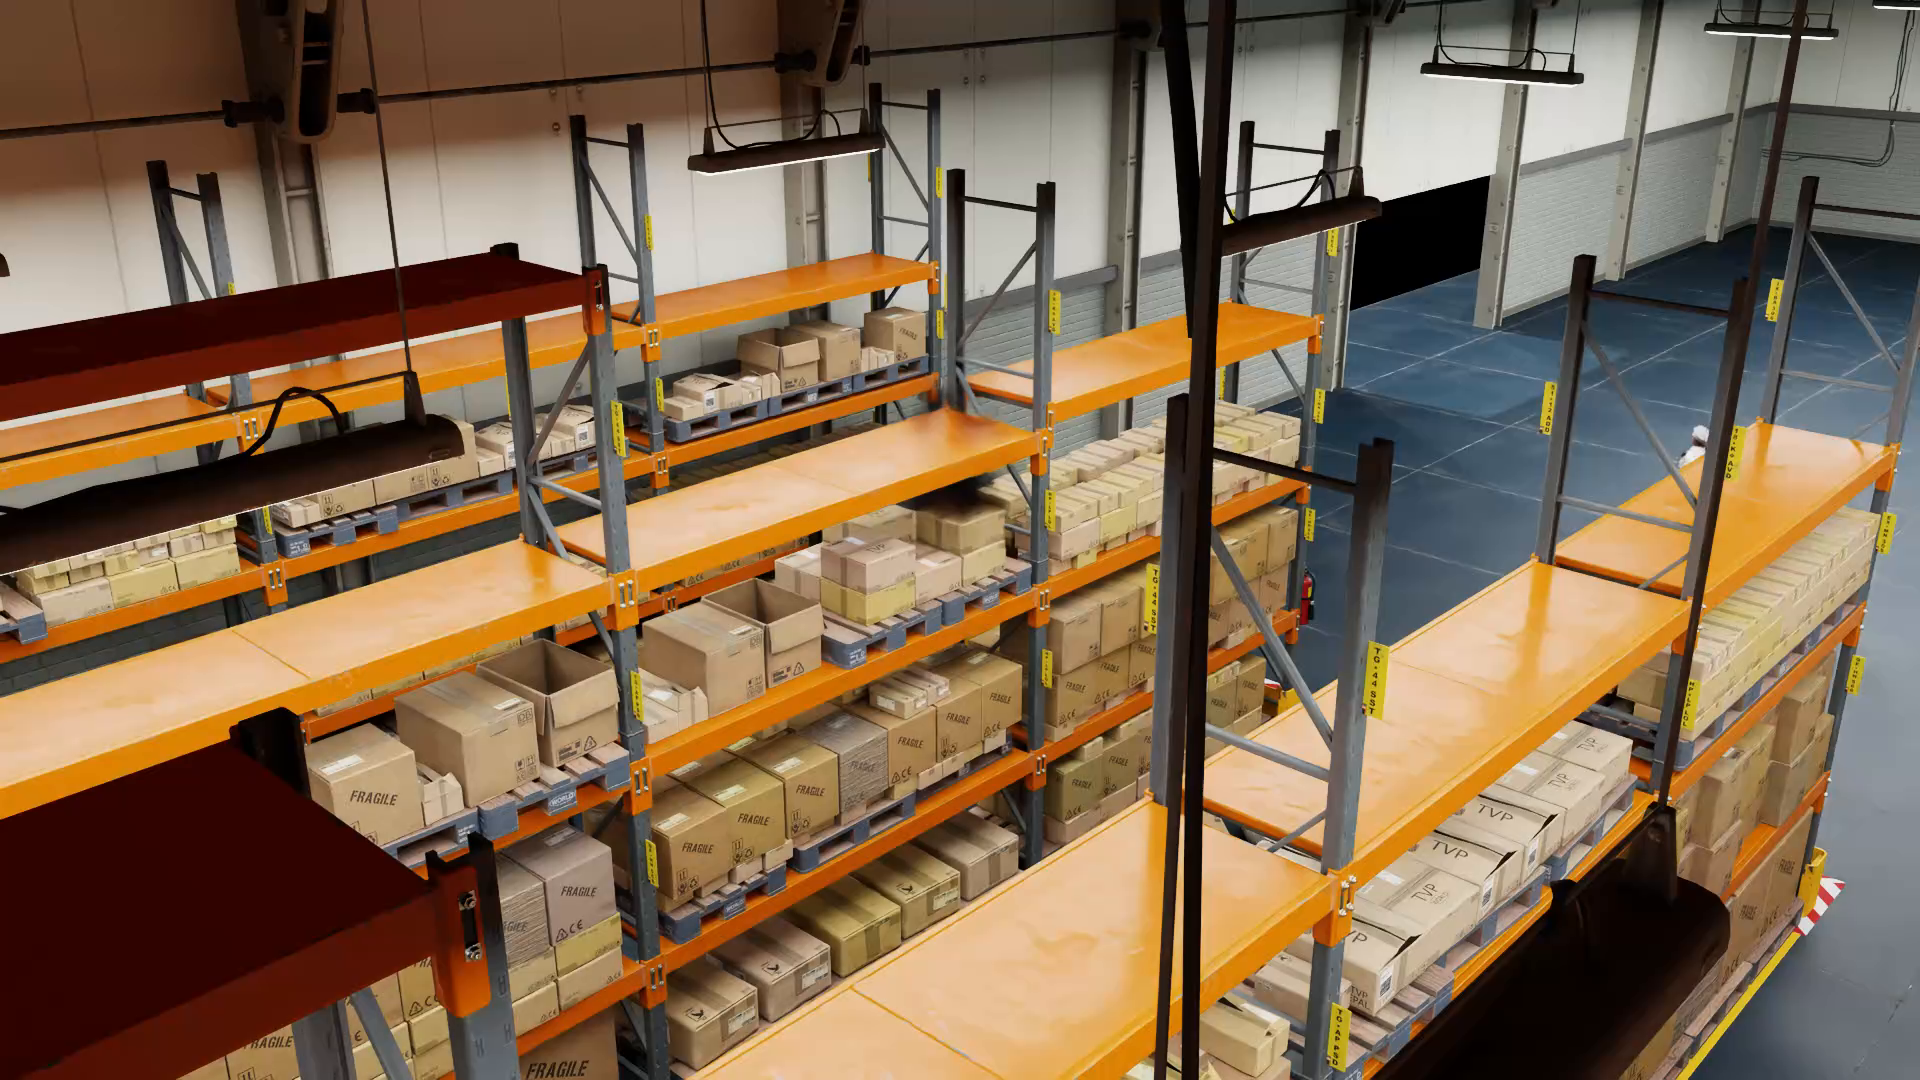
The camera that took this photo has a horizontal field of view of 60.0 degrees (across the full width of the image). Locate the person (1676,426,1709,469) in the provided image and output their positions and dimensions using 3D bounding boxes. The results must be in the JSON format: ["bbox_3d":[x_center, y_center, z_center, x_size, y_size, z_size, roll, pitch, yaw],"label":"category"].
[{"bbox_3d":[9.368,-0.679,21.453,0.561,1.681,0.599,-5,22,-13],"label":"person"}]
